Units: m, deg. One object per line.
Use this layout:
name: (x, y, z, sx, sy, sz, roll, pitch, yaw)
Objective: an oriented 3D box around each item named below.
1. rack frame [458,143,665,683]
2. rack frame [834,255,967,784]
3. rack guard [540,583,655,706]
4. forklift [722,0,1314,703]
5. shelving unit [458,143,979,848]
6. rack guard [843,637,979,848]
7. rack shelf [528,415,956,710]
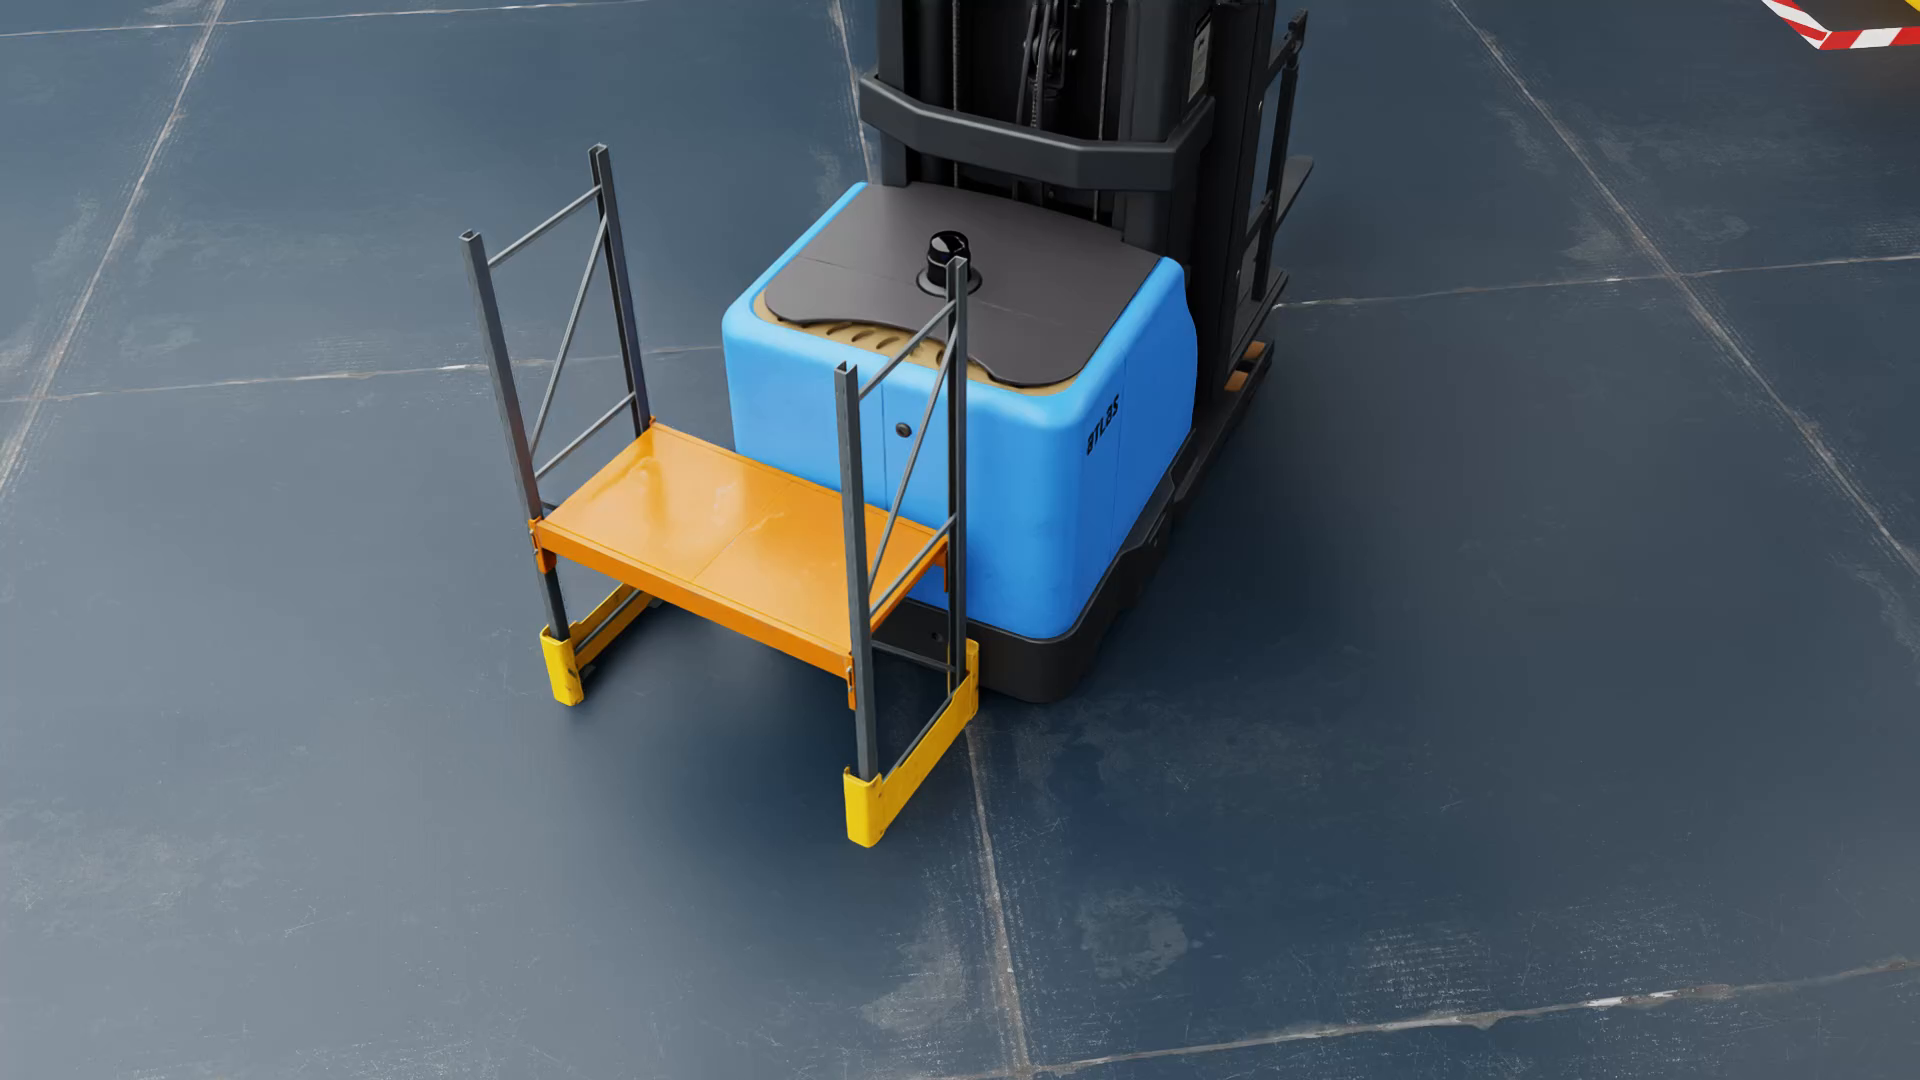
rack frame: (-1.002, -0.270, 4.429, 0.032, 1.500, 0.500, 21, 46, 22)
rack frame: (-0.121, 0.070, 4.052, 0.032, 1.500, 0.500, 21, 46, 22)
rack guard: (-0.985, 0.201, 4.841, 0.087, 0.250, 0.587, 21, 46, 22)
forklift: (0.449, -1.623, 4.861, 1.130, 2.935, 3.031, 18, 45, 19)
shelving unit: (-0.553, -0.097, 4.237, 1.083, 1.500, 0.587, 21, 46, 22)
rack guard: (-0.122, 0.534, 4.471, 0.087, 0.250, 0.587, 21, 46, 22)
rack shelf: (-0.561, 0.034, 4.361, 1.000, 0.185, 0.538, 21, 46, 22)
